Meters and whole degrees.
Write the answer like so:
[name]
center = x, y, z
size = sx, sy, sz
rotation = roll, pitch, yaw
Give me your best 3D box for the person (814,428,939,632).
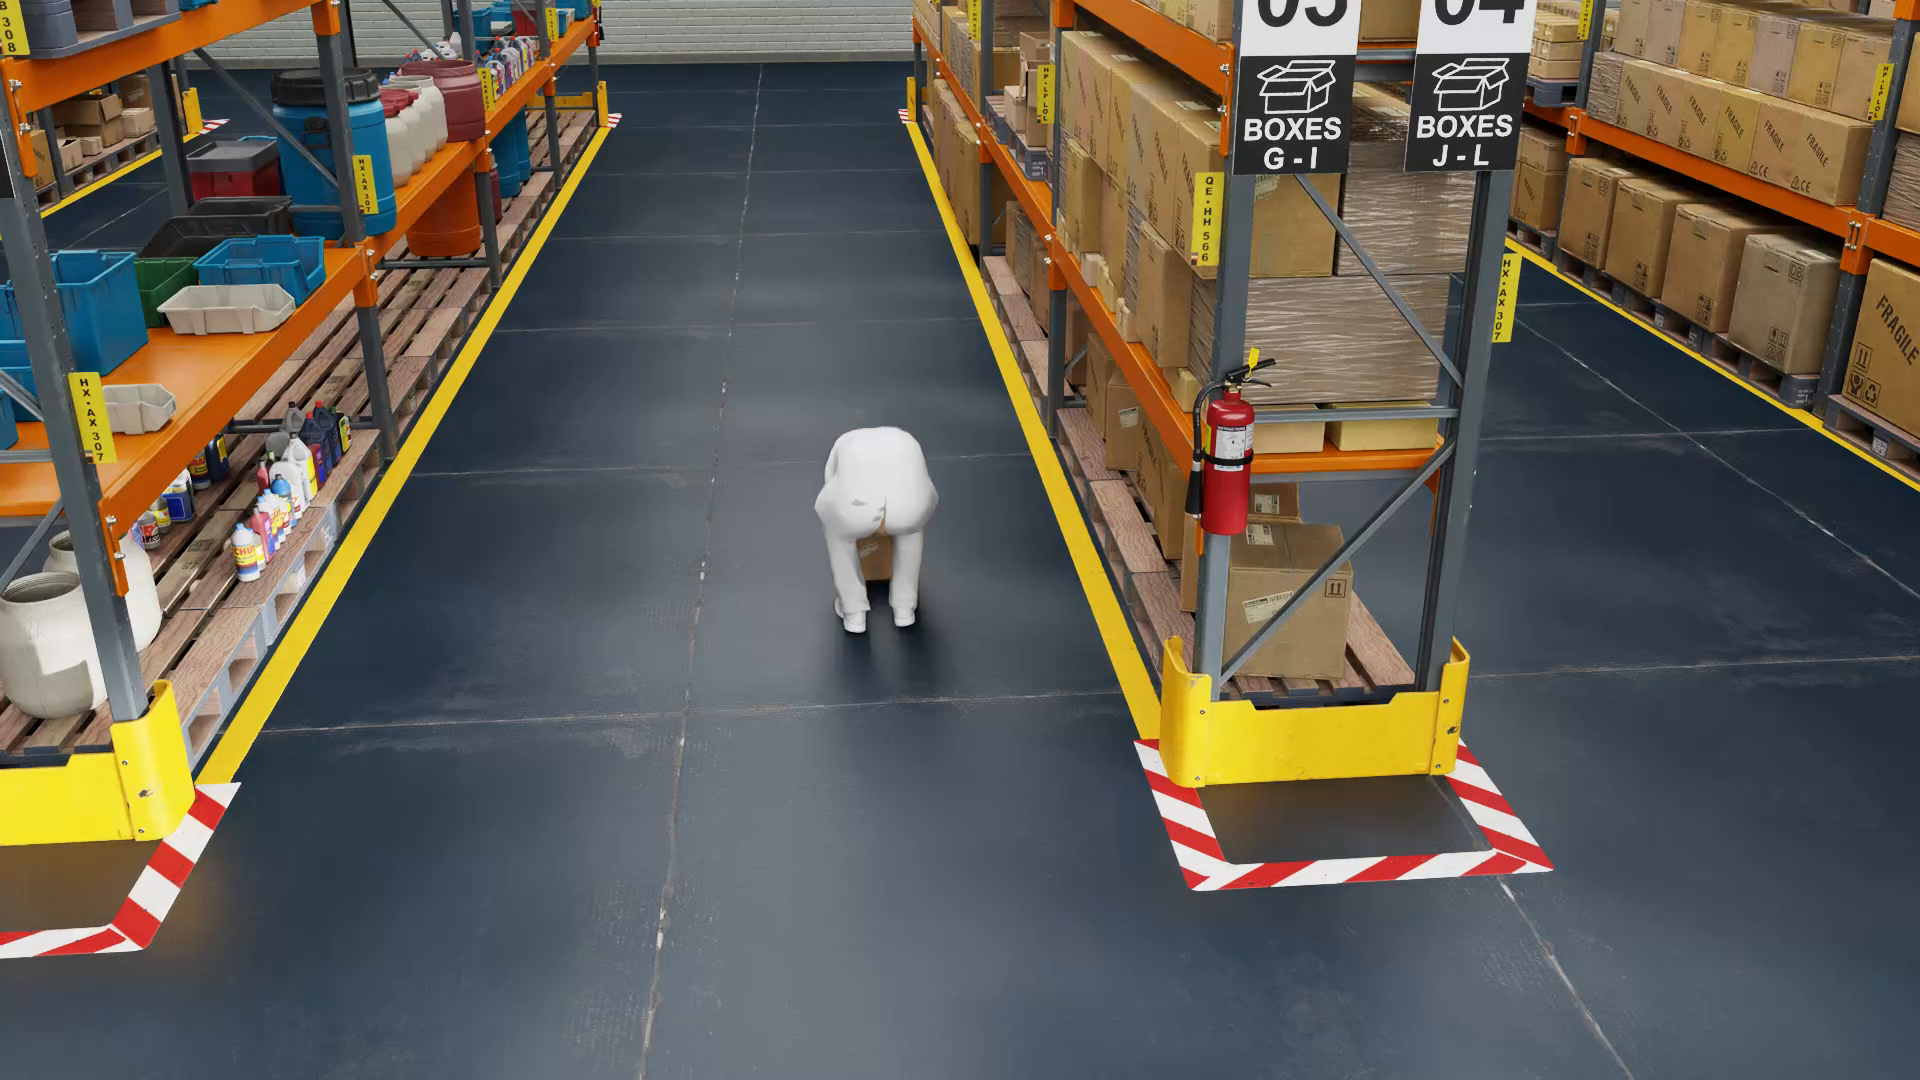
[person]
center = -0.406, -0.125, 7.945
size = 0.590, 0.950, 0.946
rotation = -3, 24, -8
